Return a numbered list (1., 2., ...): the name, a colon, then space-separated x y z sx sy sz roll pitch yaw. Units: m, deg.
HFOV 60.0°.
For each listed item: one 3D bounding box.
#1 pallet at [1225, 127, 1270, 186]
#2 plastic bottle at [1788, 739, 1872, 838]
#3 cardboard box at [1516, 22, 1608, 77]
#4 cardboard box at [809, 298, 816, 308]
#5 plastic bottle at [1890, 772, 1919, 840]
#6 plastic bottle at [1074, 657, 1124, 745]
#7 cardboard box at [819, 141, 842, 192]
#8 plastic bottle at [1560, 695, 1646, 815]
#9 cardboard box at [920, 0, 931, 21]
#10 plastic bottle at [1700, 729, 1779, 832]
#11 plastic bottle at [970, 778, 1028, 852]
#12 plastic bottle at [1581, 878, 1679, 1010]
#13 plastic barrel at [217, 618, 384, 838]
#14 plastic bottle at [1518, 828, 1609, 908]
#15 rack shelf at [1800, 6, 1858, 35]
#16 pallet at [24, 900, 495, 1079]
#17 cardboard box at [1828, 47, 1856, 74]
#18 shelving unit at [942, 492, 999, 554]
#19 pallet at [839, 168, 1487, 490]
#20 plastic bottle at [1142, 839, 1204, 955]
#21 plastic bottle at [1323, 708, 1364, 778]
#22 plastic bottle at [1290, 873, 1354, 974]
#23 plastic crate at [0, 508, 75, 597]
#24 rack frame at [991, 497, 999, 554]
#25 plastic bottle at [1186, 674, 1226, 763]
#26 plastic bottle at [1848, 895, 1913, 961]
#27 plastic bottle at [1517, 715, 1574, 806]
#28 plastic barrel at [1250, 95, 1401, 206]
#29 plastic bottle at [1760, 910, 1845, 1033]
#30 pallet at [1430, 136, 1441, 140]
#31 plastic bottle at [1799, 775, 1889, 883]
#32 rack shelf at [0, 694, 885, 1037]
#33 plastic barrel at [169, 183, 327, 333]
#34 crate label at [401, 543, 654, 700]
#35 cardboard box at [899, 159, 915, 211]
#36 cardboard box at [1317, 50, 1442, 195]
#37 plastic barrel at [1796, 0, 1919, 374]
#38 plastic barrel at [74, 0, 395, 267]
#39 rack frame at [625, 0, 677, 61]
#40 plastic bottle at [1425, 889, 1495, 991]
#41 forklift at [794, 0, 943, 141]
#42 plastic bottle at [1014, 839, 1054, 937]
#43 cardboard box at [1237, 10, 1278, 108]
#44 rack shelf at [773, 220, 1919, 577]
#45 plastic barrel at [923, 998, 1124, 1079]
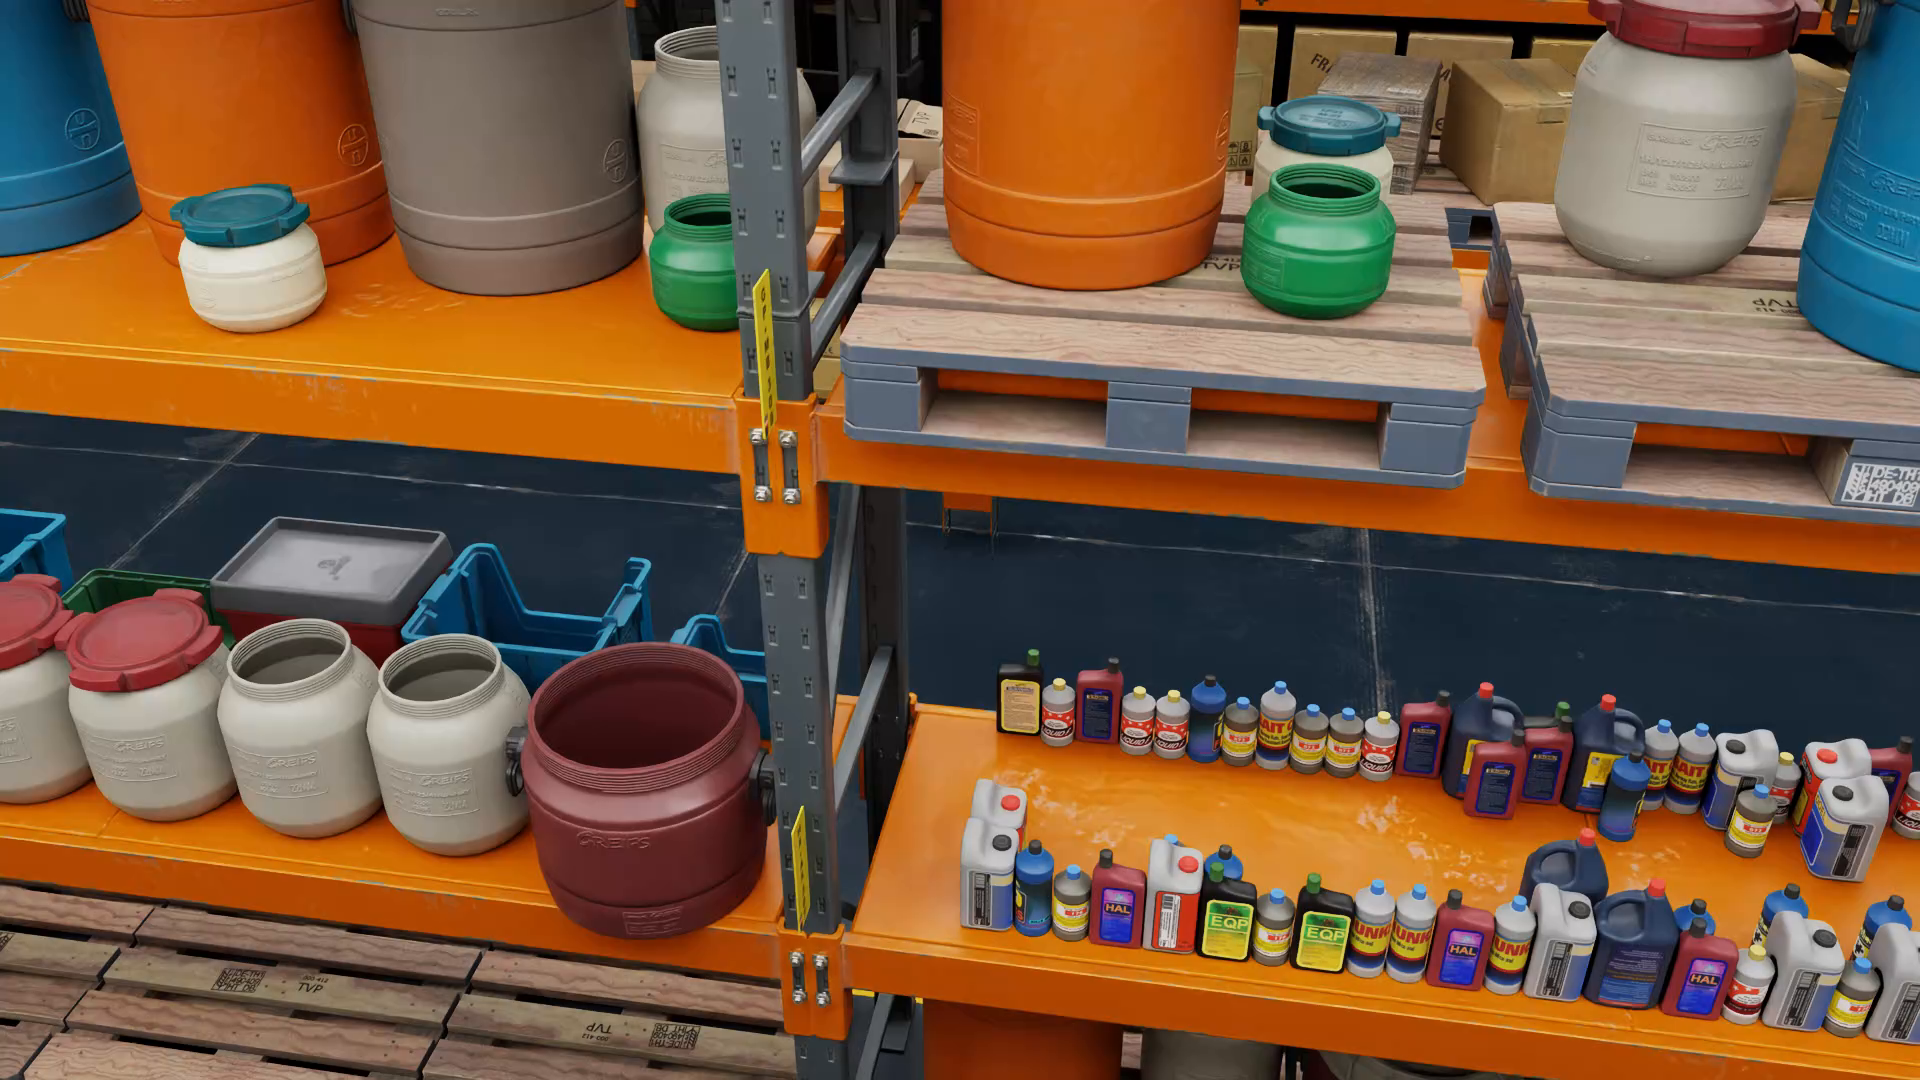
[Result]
1. pallet: 1.221 -1.910 8.655 1.003 0.211 1.213 5 32 8
2. plastic bottle: 2.342 0.662 4.482 0.135 0.276 0.152 5 32 8
3. cardboard box: 4.651 -3.506 12.654 0.750 0.750 0.750 6 32 9
4. cardboard box: -1.027 -1.273 9.123 0.500 0.311 0.500 5 32 8
5. plastic bottle: 2.592 0.701 4.490 0.097 0.201 0.097 0 32 0
6. plastic bottle: 0.402 0.458 4.800 0.133 0.283 0.061 5 32 8
7. cardboard box: -0.726 -1.993 8.843 0.250 0.149 0.380 8 33 12
8. plastic bottle: 1.764 0.576 4.550 0.185 0.351 0.144 5 32 8
9. cardboard box: -0.407 -4.215 13.391 0.500 0.250 0.500 5 32 8
10. plastic bottle: 2.113 0.641 4.516 0.135 0.276 0.152 5 32 8
11. plastic bottle: 0.101 0.756 4.332 0.135 0.276 0.152 5 32 8
12. plastic bottle: 1.600 0.944 3.961 0.185 0.351 0.144 5 32 8
13. plastic barrel: -1.761 0.510 4.502 0.421 0.512 0.421 0 32 0
14. plastic bottle: 1.493 0.853 4.107 0.185 0.351 0.144 5 32 8
15. rack shelf: 7.285 -3.766 12.117 4.000 0.370 1.077 5 32 8
16. pallet: -2.252 1.558 5.562 1.213 0.211 1.003 5 32 8
17. cardboard box: 6.703 -3.570 12.475 0.250 0.149 0.380 4 32 7
18. shelving unit: 0.053 -0.440 7.964 0.252 1.050 0.215 5 32 8
19. pallet: 0.441 -0.497 3.567 1.213 0.211 1.003 5 32 8
20. plastic bottle: 0.532 0.877 4.139 0.135 0.276 0.152 5 32 8
21. plastic bottle: 1.088 0.565 4.707 0.097 0.201 0.097 0 32 0
22. plastic bottle: 0.884 0.930 4.047 0.133 0.283 0.061 5 32 8
23. plastic crate: -3.100 0.161 5.181 0.575 0.384 0.392 5 32 8
24. rack frame: 0.173 -0.429 7.946 0.008 1.050 0.200 5 32 8
25. plastic bottle: 0.704 0.501 4.744 0.097 0.271 0.097 0 32 0
26. plastic bottle: 2.217 0.964 4.004 0.097 0.271 0.097 0 32 0
27. plastic bottle: 1.604 0.600 4.574 0.133 0.283 0.061 5 32 8
28. plastic barrel: 0.785 -0.796 3.603 0.301 0.262 0.301 0 32 0
29. plastic bottle: 1.985 1.009 3.928 0.135 0.276 0.152 5 32 8
30. pallet: 3.334 -3.204 13.170 1.213 0.211 1.003 5 32 8
31. plastic bottle: 2.316 0.741 4.355 0.135 0.276 0.152 5 32 8
32. rack shelf: -2.268 0.702 4.980 4.000 0.370 1.077 5 32 8
33. plastic barrel: -1.589 -0.629 3.731 0.301 0.262 0.301 0 32 0
34. crate label: -1.230 0.330 4.862 0.616 0.435 0.502 5 32 8
35. cardboard box: -0.392 -1.844 8.606 0.250 0.149 0.380 5 32 8
36. cardboard box: 2.050 -2.057 8.218 0.500 0.500 0.700 11 34 17
37. plastic barrel: 1.939 -0.802 3.009 0.708 0.901 0.600 5 32 8
38. plastic barrel: -1.714 -1.123 3.986 0.708 0.830 0.600 5 32 8
39. rack frame: -2.572 -4.963 13.352 0.127 3.000 1.000 5 32 8
40. plastic bottle: 1.207 0.960 4.000 0.133 0.283 0.061 5 32 8
41. forklift: -0.543 -3.324 10.799 1.130 2.935 3.031 9 33 14
42. plastic bottle: 0.186 0.862 4.167 0.097 0.271 0.097 0 32 0
43. cardboard box: 2.073 -3.739 13.026 0.750 0.750 0.750 5 32 8
44. rack shelf: 1.675 -0.213 3.613 4.000 0.370 1.077 5 32 8
45. plastic barrel: 0.189 1.352 4.912 0.708 0.830 0.600 5 32 8
